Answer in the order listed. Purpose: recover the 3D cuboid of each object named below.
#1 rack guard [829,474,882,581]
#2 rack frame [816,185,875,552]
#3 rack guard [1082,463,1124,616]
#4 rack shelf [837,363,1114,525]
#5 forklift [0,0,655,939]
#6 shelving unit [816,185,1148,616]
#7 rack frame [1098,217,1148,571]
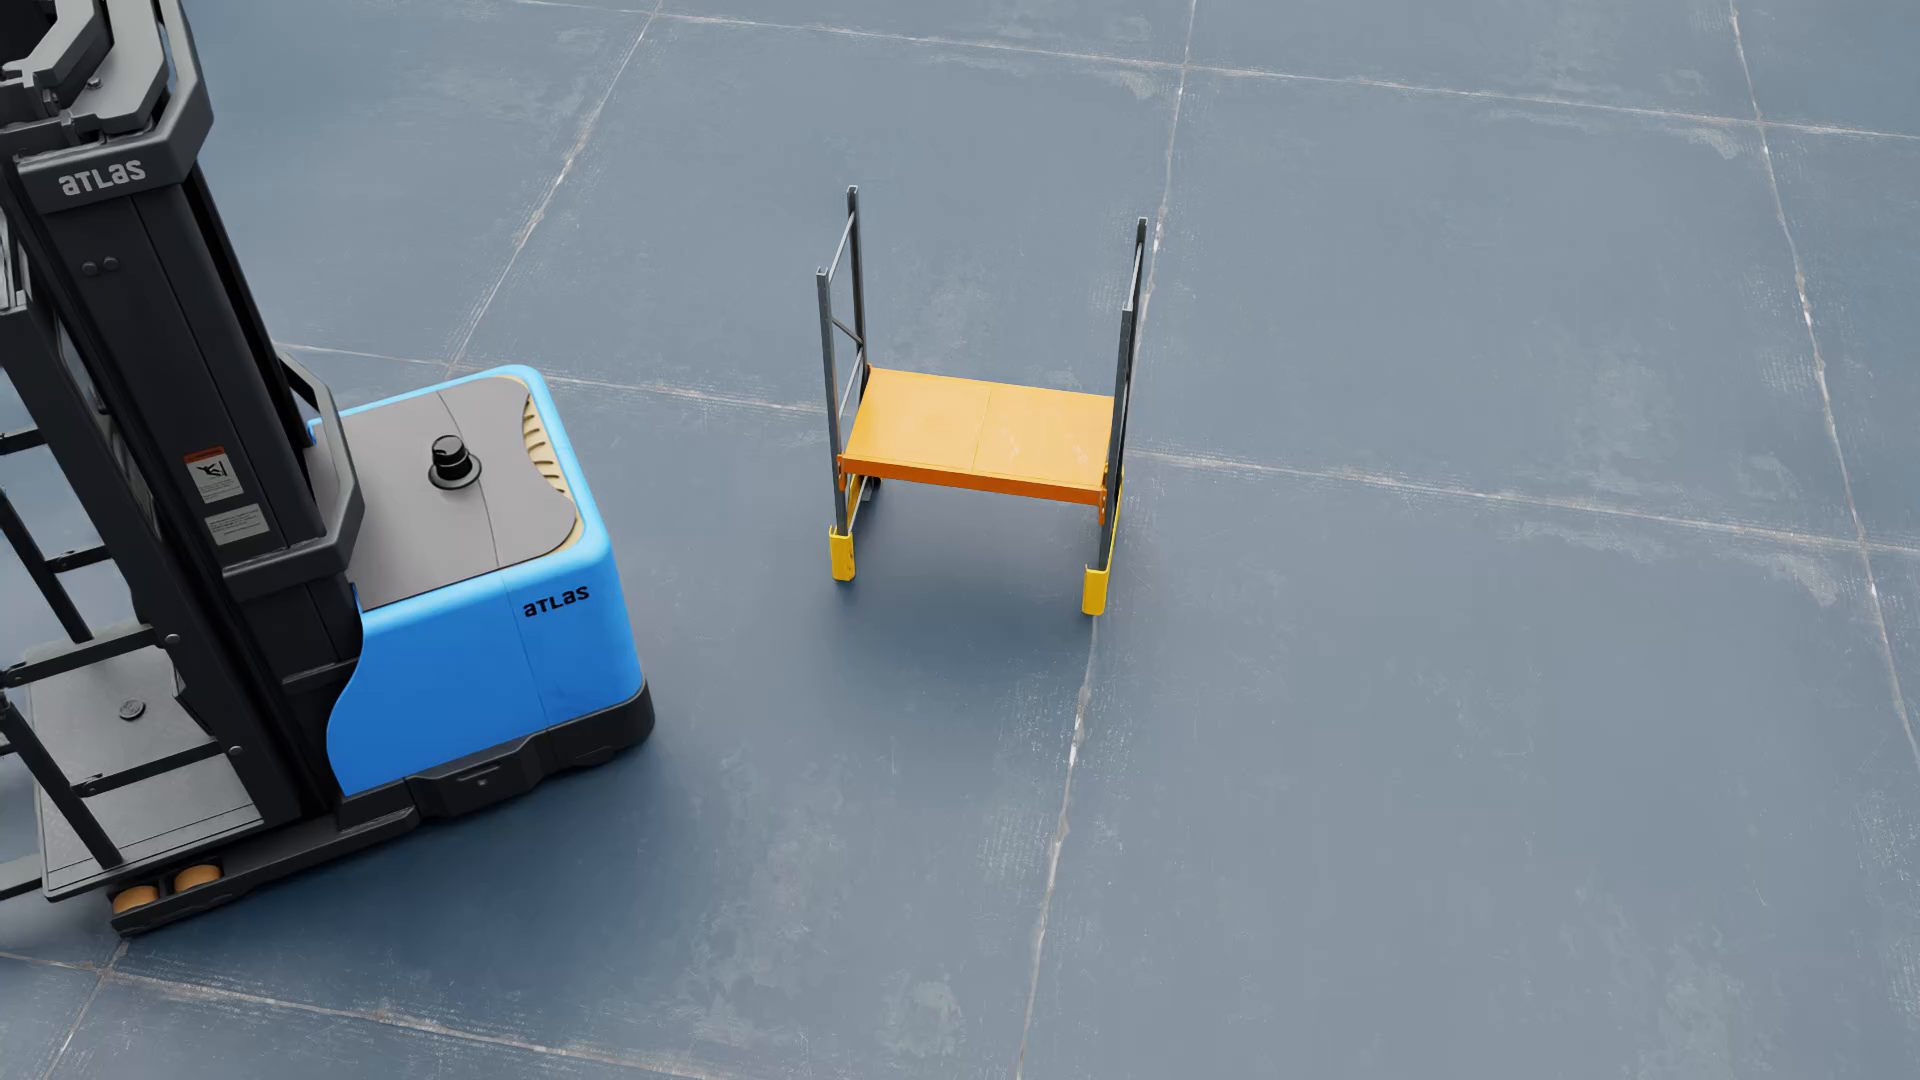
[{"bbox_3d":[-0.415,-0.139,6.679,0.087,0.250,0.587,8,49,7],"label":"rack guard"},{"bbox_3d":[-0.416,-0.557,6.214,0.032,1.500,0.500,8,49,7],"label":"rack frame"},{"bbox_3d":[0.565,-0.008,6.561,0.087,0.250,0.587,8,49,7],"label":"rack guard"},{"bbox_3d":[0.084,-0.370,6.288,1.000,0.185,0.538,8,49,7],"label":"rack shelf"},{"bbox_3d":[-2.668,-0.124,4.863,3.031,2.935,1.130,-19,51,-16],"label":"forklift"},{"bbox_3d":[0.075,-0.491,6.155,1.083,1.500,0.587,8,49,7],"label":"shelving unit"},{"bbox_3d":[0.584,-0.423,6.094,0.032,1.500,0.500,8,49,7],"label":"rack frame"}]
